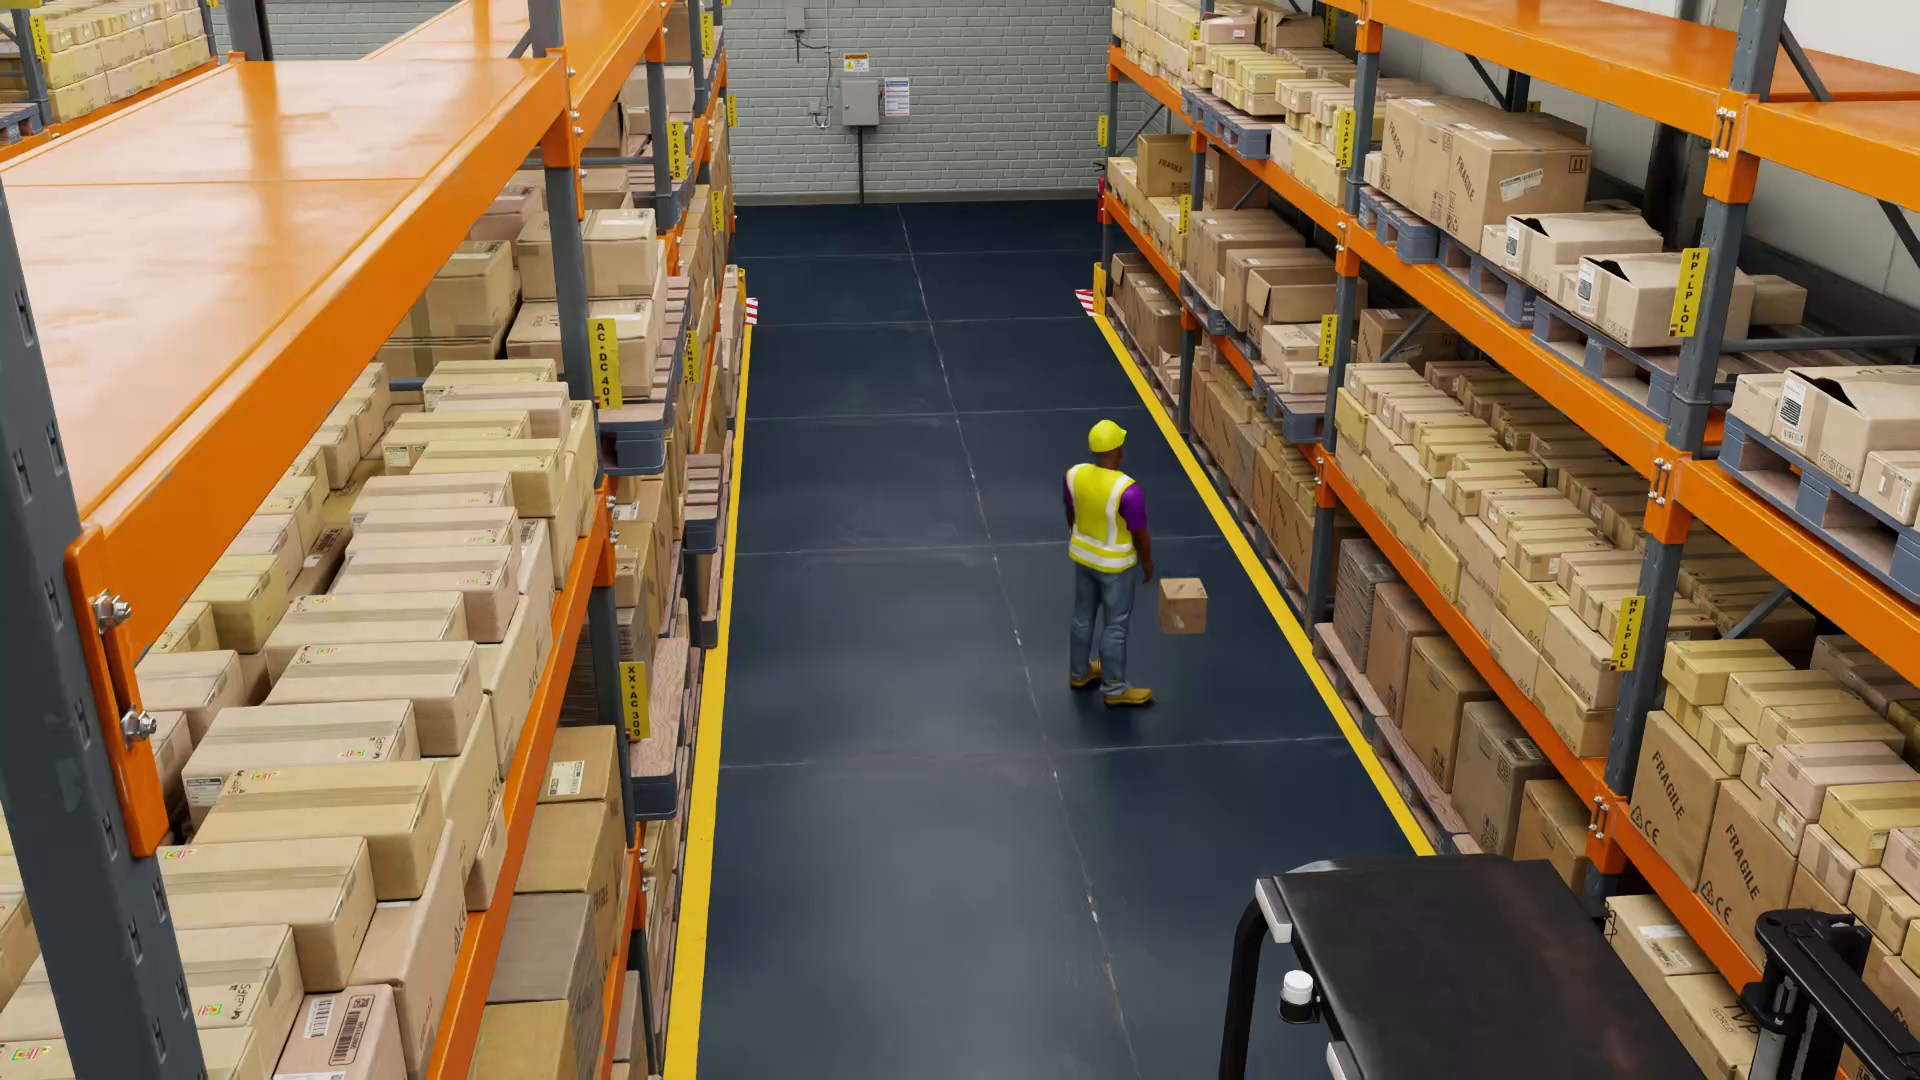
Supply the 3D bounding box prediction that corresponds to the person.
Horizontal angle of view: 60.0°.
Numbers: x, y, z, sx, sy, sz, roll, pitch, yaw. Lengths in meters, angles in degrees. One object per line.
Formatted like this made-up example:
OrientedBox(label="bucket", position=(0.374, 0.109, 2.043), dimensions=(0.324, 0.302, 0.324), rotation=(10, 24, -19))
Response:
OrientedBox(label="person", position=(0.883, 0.116, 9.972), dimensions=(0.615, 1.775, 0.414), rotation=(20, 31, 38))
